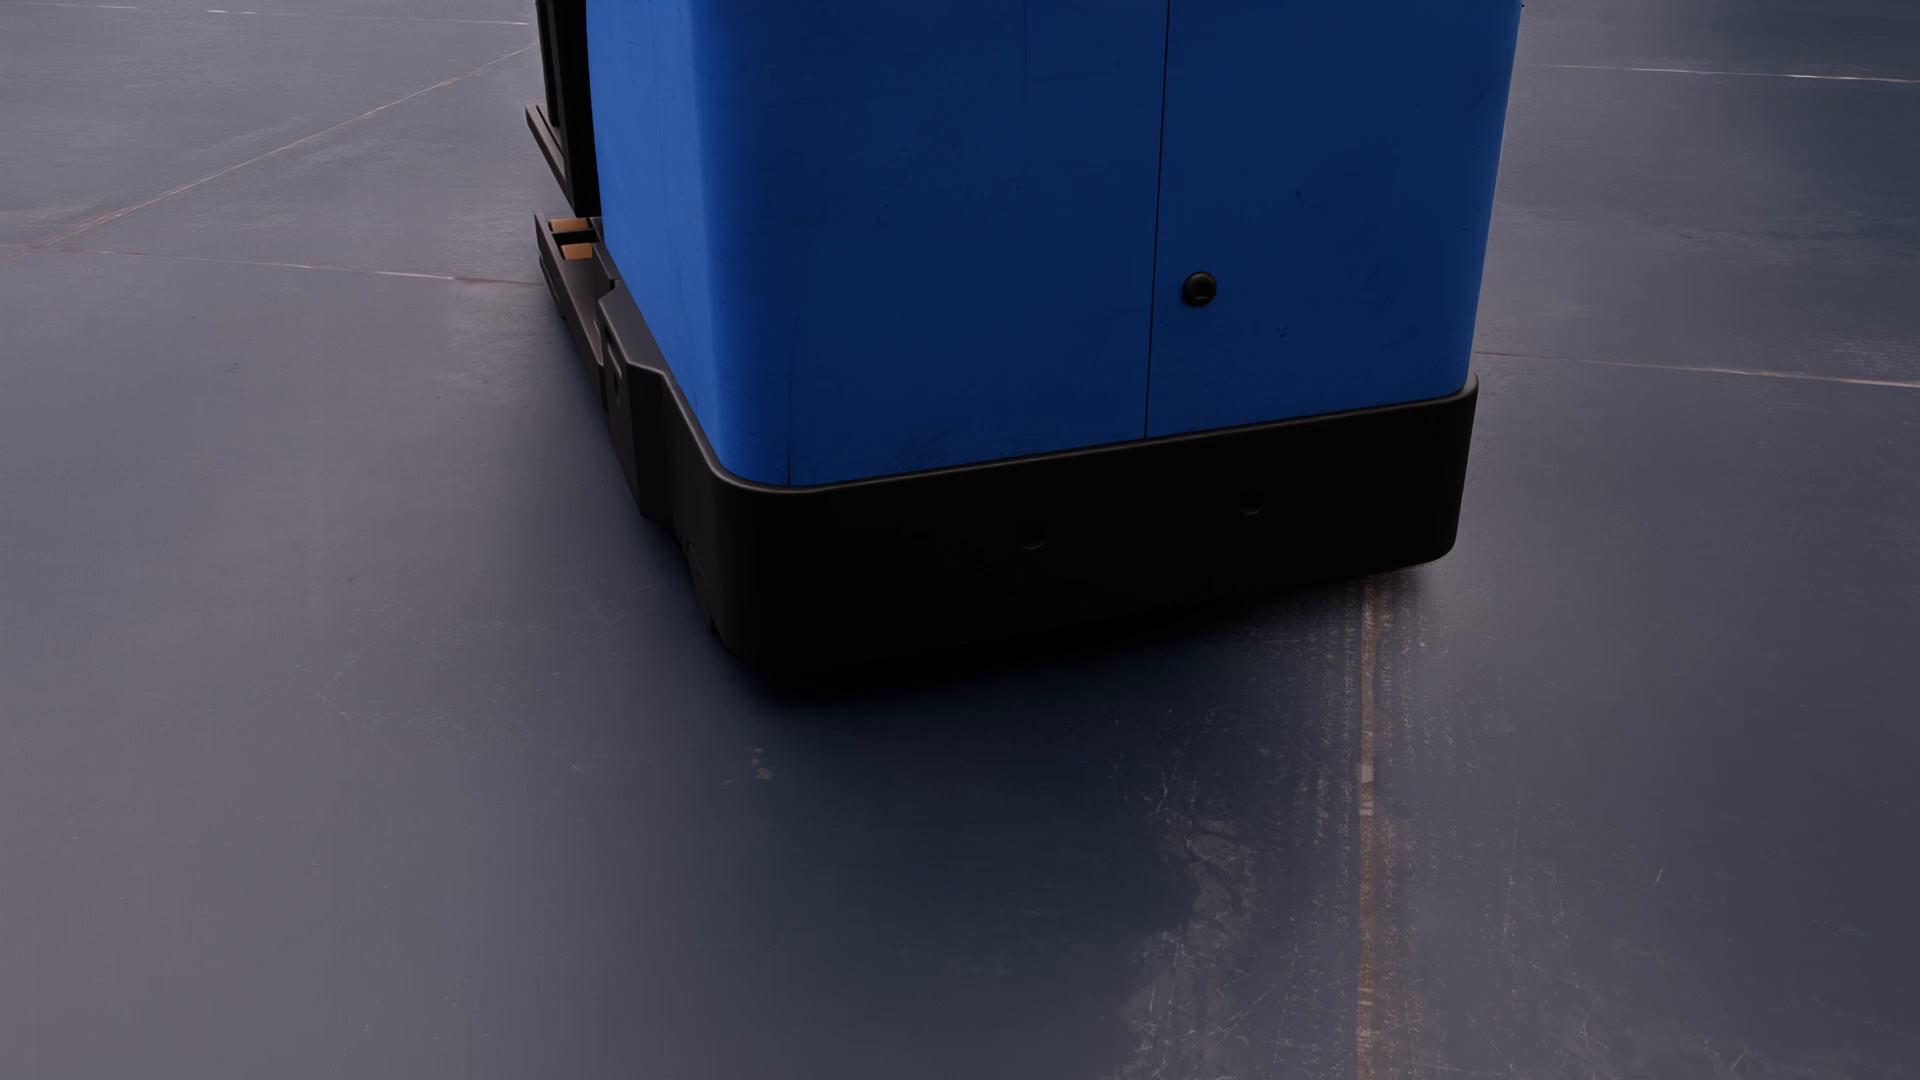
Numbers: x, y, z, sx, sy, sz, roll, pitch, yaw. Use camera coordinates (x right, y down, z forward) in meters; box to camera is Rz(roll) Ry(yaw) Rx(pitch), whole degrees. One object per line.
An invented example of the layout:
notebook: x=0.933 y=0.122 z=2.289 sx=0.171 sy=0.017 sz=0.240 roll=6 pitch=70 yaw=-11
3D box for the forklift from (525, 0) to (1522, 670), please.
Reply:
forklift: x=-0.260 y=-1.794 z=2.802 sx=1.130 sy=2.935 sz=3.031 roll=-9 pitch=28 yaw=-17
